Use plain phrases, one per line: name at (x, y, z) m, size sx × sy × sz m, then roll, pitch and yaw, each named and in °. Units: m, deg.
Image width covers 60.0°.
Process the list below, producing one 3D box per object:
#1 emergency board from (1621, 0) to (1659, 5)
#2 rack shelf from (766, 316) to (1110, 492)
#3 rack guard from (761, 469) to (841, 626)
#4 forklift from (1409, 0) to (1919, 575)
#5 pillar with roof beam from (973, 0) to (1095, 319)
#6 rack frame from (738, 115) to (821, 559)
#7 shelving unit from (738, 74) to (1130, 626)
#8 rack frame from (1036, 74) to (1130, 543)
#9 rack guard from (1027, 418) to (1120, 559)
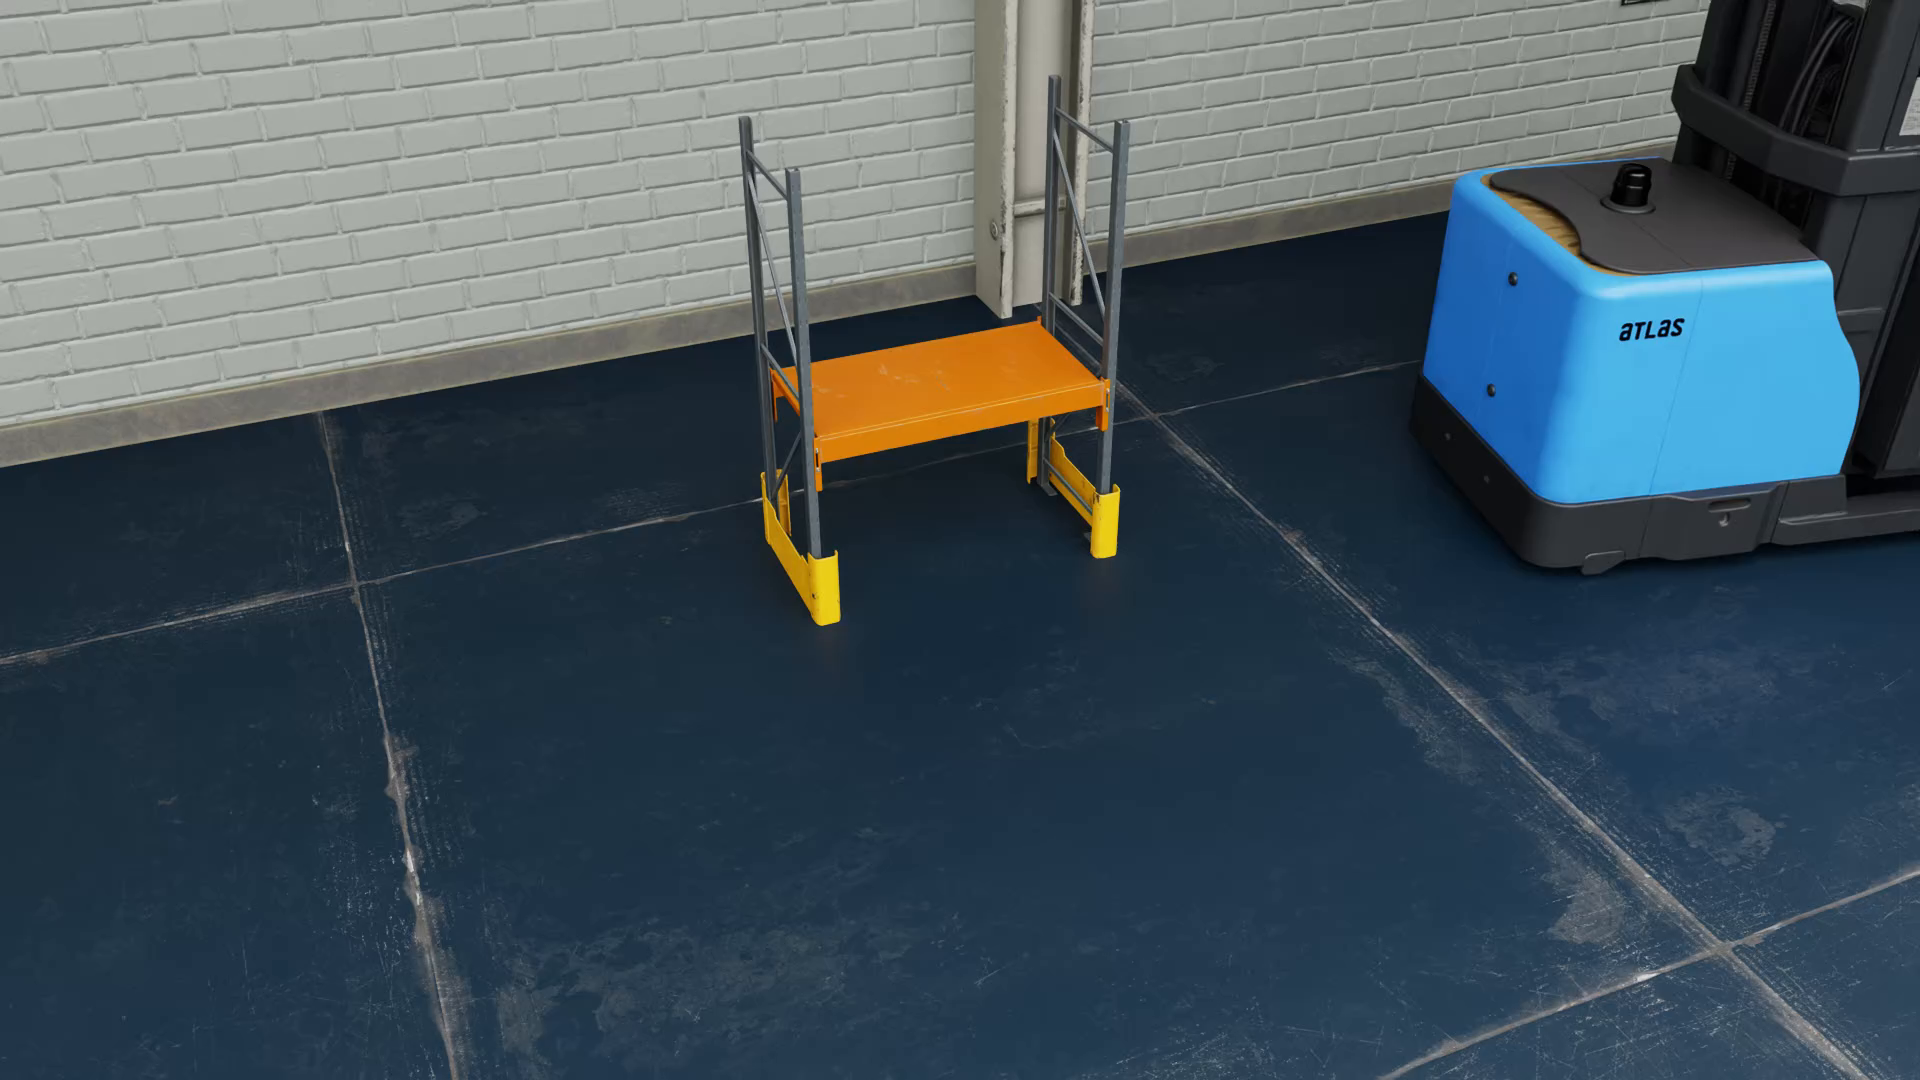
emergency board at (3.524, -3.110, 7.779) m, size 0.626 × 1.169 × 0.157 m, roll -13°, pitch 35°, yaw -19°
rack shelf at (-0.079, -0.460, 5.411) m, size 1.000 × 0.185 × 0.538 m, roll -13°, pitch 35°, yaw -19°
rack guard at (-0.529, 0.016, 5.495) m, size 0.087 × 0.250 × 0.587 m, roll -13°, pitch 35°, yaw -19°
forklift at (3.258, -1.508, 5.380) m, size 3.031 × 2.935 × 1.130 m, roll -6°, pitch 34°, yaw -10°
pillar with roof beam at (1.967, -2.688, 1.630) m, size 0.400 × 9.000 × 9.100 m, roll -13°, pitch 35°, yaw -19°
rack frame at (-0.547, -0.503, 5.148) m, size 0.032 × 1.500 × 0.500 m, roll -13°, pitch 35°, yaw -19°
shelving unit at (-0.070, -0.613, 5.316) m, size 1.083 × 1.500 × 0.587 m, roll -13°, pitch 35°, yaw -19°
rack frame at (0.390, -0.718, 5.478) m, size 0.032 × 1.500 × 0.500 m, roll -13°, pitch 35°, yaw -19°
rack guard at (0.389, -0.194, 5.819) m, size 0.087 × 0.250 × 0.587 m, roll -13°, pitch 35°, yaw -19°
